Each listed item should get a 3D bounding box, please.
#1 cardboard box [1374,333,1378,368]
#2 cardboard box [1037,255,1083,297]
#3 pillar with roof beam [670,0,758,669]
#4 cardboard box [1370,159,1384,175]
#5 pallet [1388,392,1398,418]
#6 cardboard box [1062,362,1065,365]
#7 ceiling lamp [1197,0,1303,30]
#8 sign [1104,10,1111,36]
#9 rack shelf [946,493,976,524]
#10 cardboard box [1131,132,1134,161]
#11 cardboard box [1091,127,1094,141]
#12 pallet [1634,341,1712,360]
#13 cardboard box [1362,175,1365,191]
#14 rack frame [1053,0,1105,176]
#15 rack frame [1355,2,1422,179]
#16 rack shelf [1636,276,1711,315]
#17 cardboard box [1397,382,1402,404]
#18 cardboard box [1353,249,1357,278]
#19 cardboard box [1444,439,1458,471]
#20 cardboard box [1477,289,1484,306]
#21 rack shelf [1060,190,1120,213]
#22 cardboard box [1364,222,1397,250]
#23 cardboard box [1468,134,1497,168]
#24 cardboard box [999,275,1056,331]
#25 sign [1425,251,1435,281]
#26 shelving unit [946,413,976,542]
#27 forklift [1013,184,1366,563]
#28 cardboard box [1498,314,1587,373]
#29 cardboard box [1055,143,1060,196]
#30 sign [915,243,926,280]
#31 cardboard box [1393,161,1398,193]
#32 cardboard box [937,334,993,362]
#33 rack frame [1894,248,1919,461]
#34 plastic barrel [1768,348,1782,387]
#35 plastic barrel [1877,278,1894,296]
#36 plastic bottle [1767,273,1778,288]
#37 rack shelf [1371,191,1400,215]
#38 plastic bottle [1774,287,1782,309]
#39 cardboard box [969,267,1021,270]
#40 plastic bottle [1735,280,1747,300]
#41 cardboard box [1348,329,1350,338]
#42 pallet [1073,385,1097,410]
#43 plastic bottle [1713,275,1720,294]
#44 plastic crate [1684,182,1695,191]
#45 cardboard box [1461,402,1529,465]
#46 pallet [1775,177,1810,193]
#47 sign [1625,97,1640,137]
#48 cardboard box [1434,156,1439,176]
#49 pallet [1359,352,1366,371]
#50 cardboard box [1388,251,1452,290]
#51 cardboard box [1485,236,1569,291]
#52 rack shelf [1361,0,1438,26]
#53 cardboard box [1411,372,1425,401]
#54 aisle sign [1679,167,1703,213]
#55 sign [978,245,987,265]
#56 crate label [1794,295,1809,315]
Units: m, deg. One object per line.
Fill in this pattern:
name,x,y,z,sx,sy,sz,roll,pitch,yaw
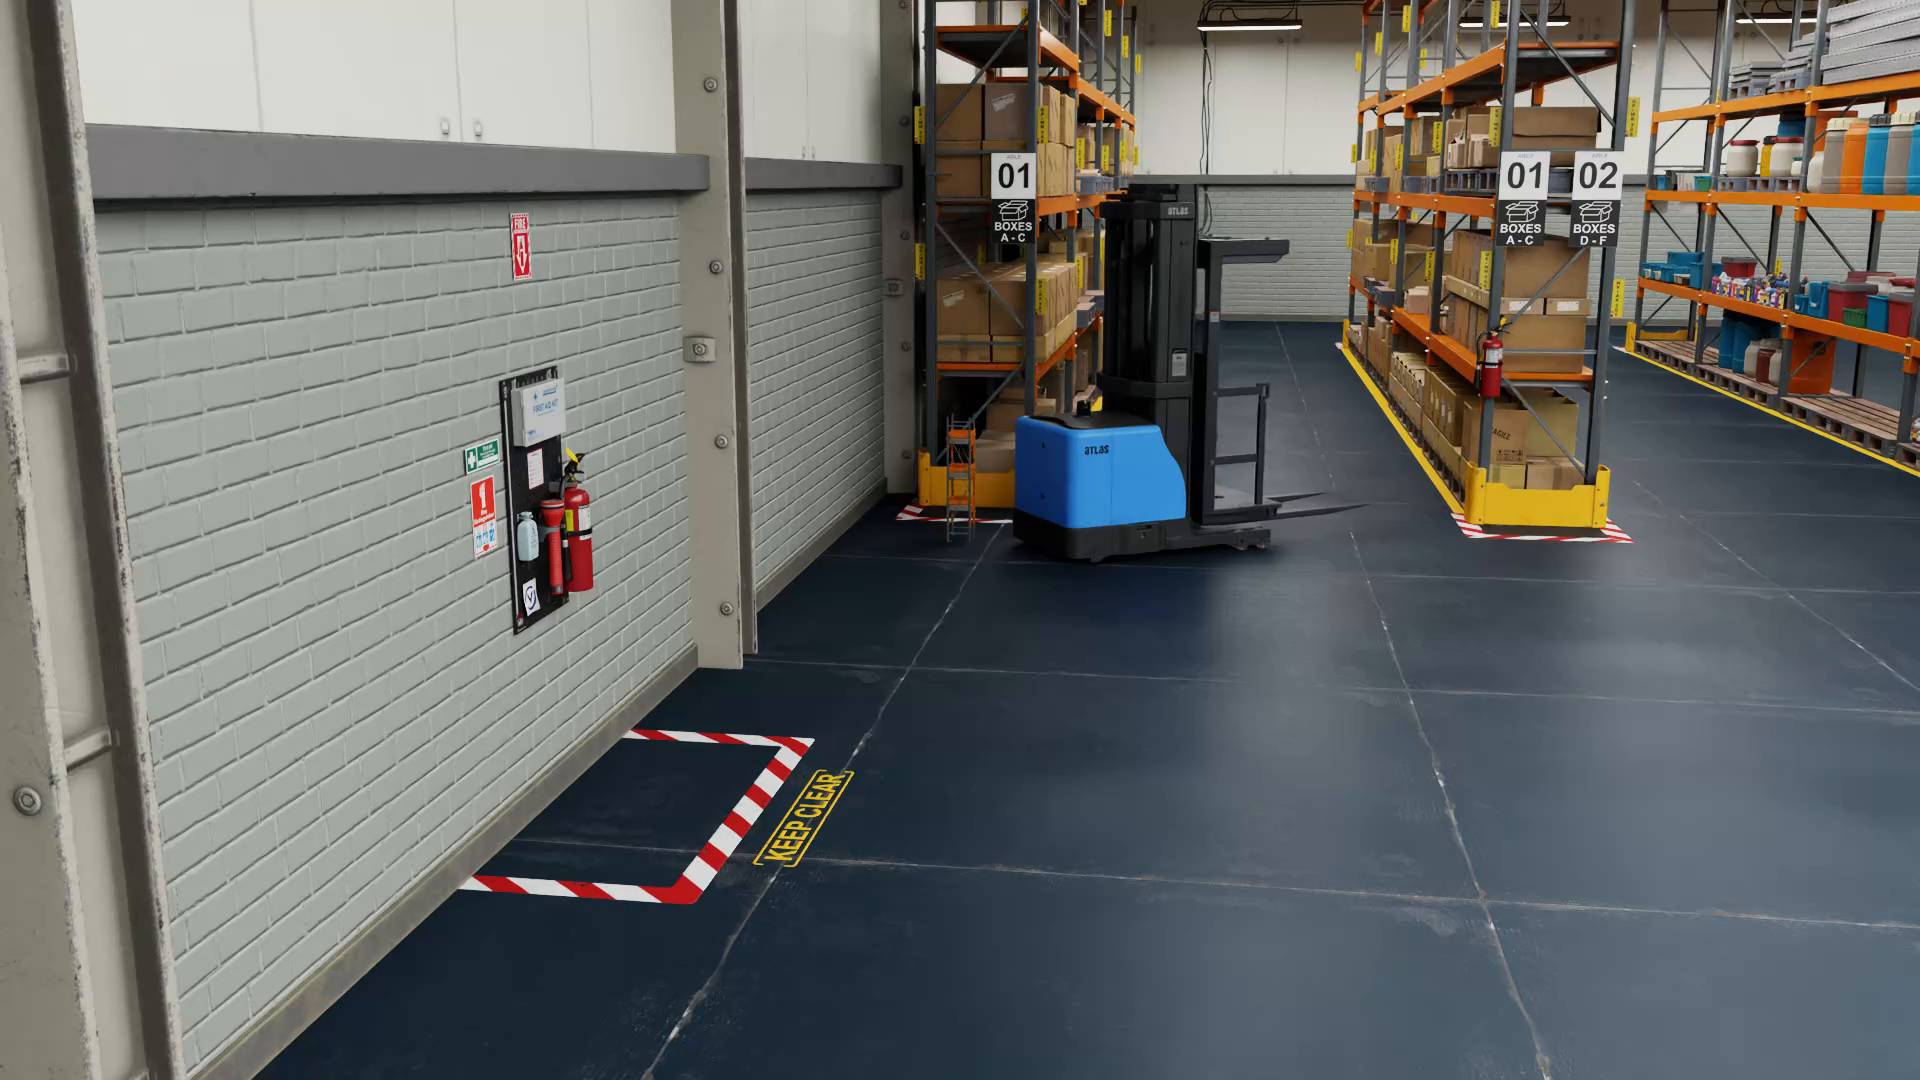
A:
cardboard box,6.461,-2.813,24.814,0.500,0.500,0.500,2,12,9
cardboard box,1.189,-3.360,21.185,0.700,0.500,0.500,2,12,9
pillar with roof beam,2.774,-3.507,8.908,9.100,9.000,0.400,2,12,9
cardboard box,6.738,-5.875,26.184,0.500,0.250,0.500,2,12,9
pallet,6.151,-1.762,21.667,1.003,0.211,1.213,2,12,9
cardboard box,1.050,-1.983,20.964,0.700,0.500,0.500,2,12,9
ceiling lamp,5.559,-11.383,31.597,2.000,3.185,0.800,2,12,9
sign,1.958,-6.867,22.093,0.100,0.325,0.005,2,12,9
rack shelf,0.008,-0.242,13.995,0.215,0.259,0.240,2,12,9
cardboard box,2.808,-6.973,29.449,0.500,0.500,0.500,2,12,8
cardboard box,1.771,-6.205,25.485,0.500,0.250,0.500,3,12,13
pallet,12.275,-3.266,28.645,1.003,0.211,1.213,2,12,9
cardboard box,6.981,-5.943,27.684,0.500,0.250,0.500,2,12,9
rack frame,1.421,-6.387,22.272,1.000,3.000,0.127,2,12,9
rack frame,7.546,-7.893,29.258,1.000,3.000,0.127,2,12,9
rack shelf,12.133,-4.031,27.286,1.077,0.370,4.000,2,12,9
cardboard box,5.795,-1.844,20.958,0.500,0.250,0.500,2,12,7
cardboard box,7.143,-4.818,28.992,0.500,0.500,0.500,2,12,8
cardboard box,5.016,-0.821,16.211,0.500,0.250,0.500,2,12,9
cardboard box,5.115,-2.296,15.751,0.380,0.149,0.250,2,12,10
rack shelf,1.728,-4.986,24.596,1.077,0.370,4.000,2,12,9
cardboard box,6.829,-4.886,26.933,0.500,0.500,0.500,2,12,8
cardboard box,5.088,-3.690,15.759,0.500,0.311,0.500,3,13,15
cardboard box,0.647,-2.285,16.003,0.500,0.500,0.500,2,12,9
sign,5.163,-3.005,18.258,0.100,0.325,0.005,2,12,9
shelving unit,0.008,-0.524,13.934,0.215,1.050,0.252,2,12,9
forklift,1.996,-1.443,13.734,3.031,2.935,1.130,-6,13,-25
cardboard box,5.170,-1.775,14.874,0.700,0.500,0.500,2,12,9
cardboard box,0.682,-3.595,16.149,0.500,0.500,0.500,2,12,11
sign,-0.355,-2.532,15.124,0.100,0.325,0.005,2,12,9
cardboard box,6.428,-5.008,22.755,0.910,0.500,0.500,2,12,9
cardboard box,0.071,-1.829,15.671,0.500,0.250,0.500,2,12,9
rack frame,10.595,-2.301,17.551,1.000,3.000,0.127,2,12,9
plastic barrel,11.267,-2.346,22.666,0.421,0.512,0.421,0,12,0
plastic barrel,11.198,-2.880,19.970,0.421,0.512,0.421,0,12,0
plastic bottle,11.836,-3.707,24.189,0.144,0.351,0.185,2,12,9
rack shelf,6.624,-4.826,23.854,1.077,0.370,4.000,2,12,9
plastic bottle,10.886,-3.223,22.104,0.061,0.283,0.133,2,12,9
cardboard box,0.361,-2.623,17.573,0.500,0.500,0.500,2,12,10
plastic bottle,11.199,-3.581,23.783,0.152,0.276,0.135,2,12,9
cardboard box,7.104,-3.662,29.548,0.380,0.166,0.250,2,12,9
pallet,1.299,-1.929,22.443,1.003,0.211,1.213,2,12,9
plastic bottle,11.327,-3.819,24.871,0.061,0.283,0.133,2,12,9
plastic crate,11.644,-5.581,26.276,0.293,0.136,0.466,2,12,9
cardboard box,4.874,-0.979,15.164,0.500,0.500,0.500,2,12,9
pallet,11.424,-4.664,21.842,1.003,0.211,1.213,2,12,9
sign,5.633,-3.543,13.930,0.100,0.325,0.005,2,12,9
cardboard box,6.239,-4.687,20.863,0.500,0.250,0.500,2,12,10
pallet,7.038,-2.907,26.983,1.003,0.211,1.213,2,12,9
cardboard box,6.301,-3.684,22.733,0.700,0.500,0.500,-2,12,-10
cardboard box,5.254,-2.530,15.297,0.700,0.500,0.500,2,12,7
rack shelf,7.239,-8.750,27.052,1.077,0.370,4.000,2,12,9
cardboard box,5.554,-1.800,19.423,0.500,0.311,0.500,2,12,10
aisle sign,12.741,-6.075,28.893,0.394,0.787,0.004,2,12,9
sign,0.256,-3.205,18.998,0.100,0.325,0.005,2,12,9
crate label,10.775,-2.976,21.081,0.303,0.233,0.416,2,12,9
